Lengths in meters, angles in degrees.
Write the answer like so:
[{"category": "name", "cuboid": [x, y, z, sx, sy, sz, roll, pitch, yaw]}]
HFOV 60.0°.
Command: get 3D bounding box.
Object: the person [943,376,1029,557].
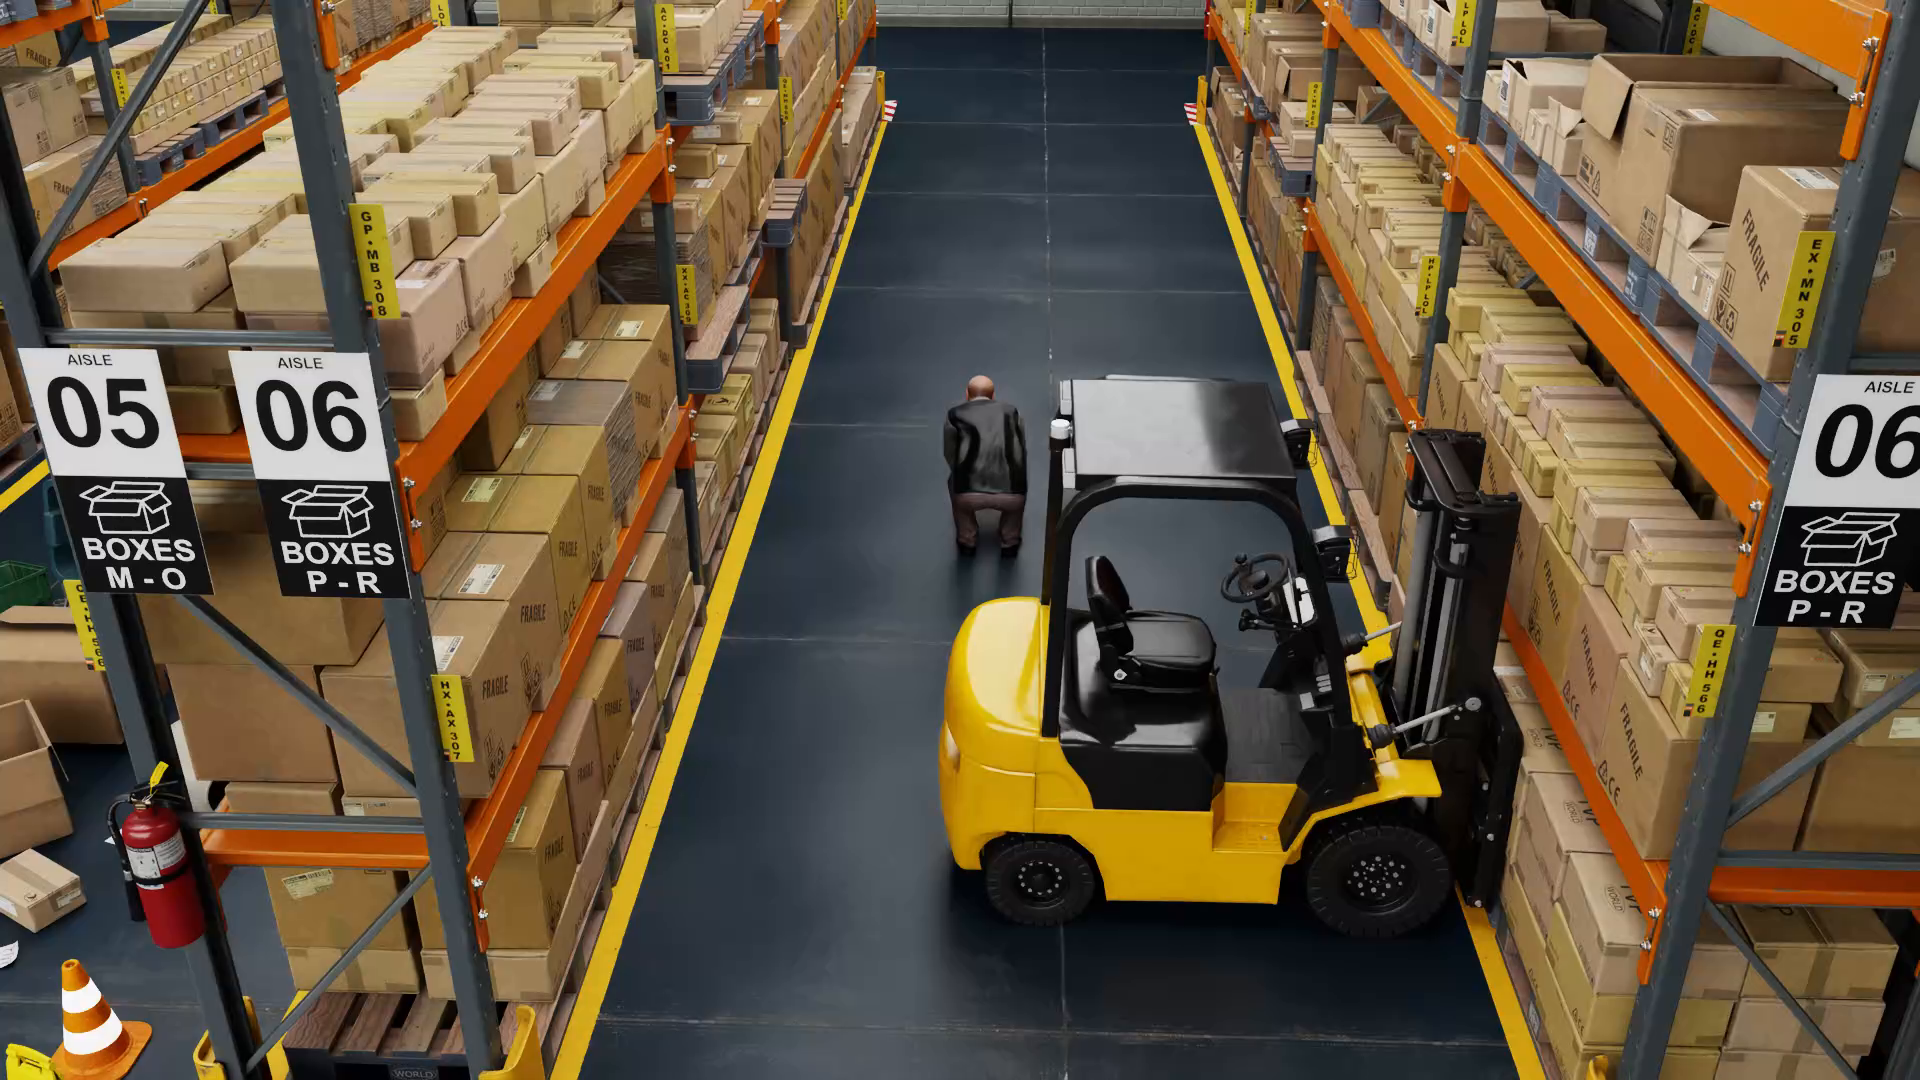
[{"category": "person", "cuboid": [0.161, -0.448, 10.303, 0.538, 0.977, 0.867, 1, 28, 2]}]
